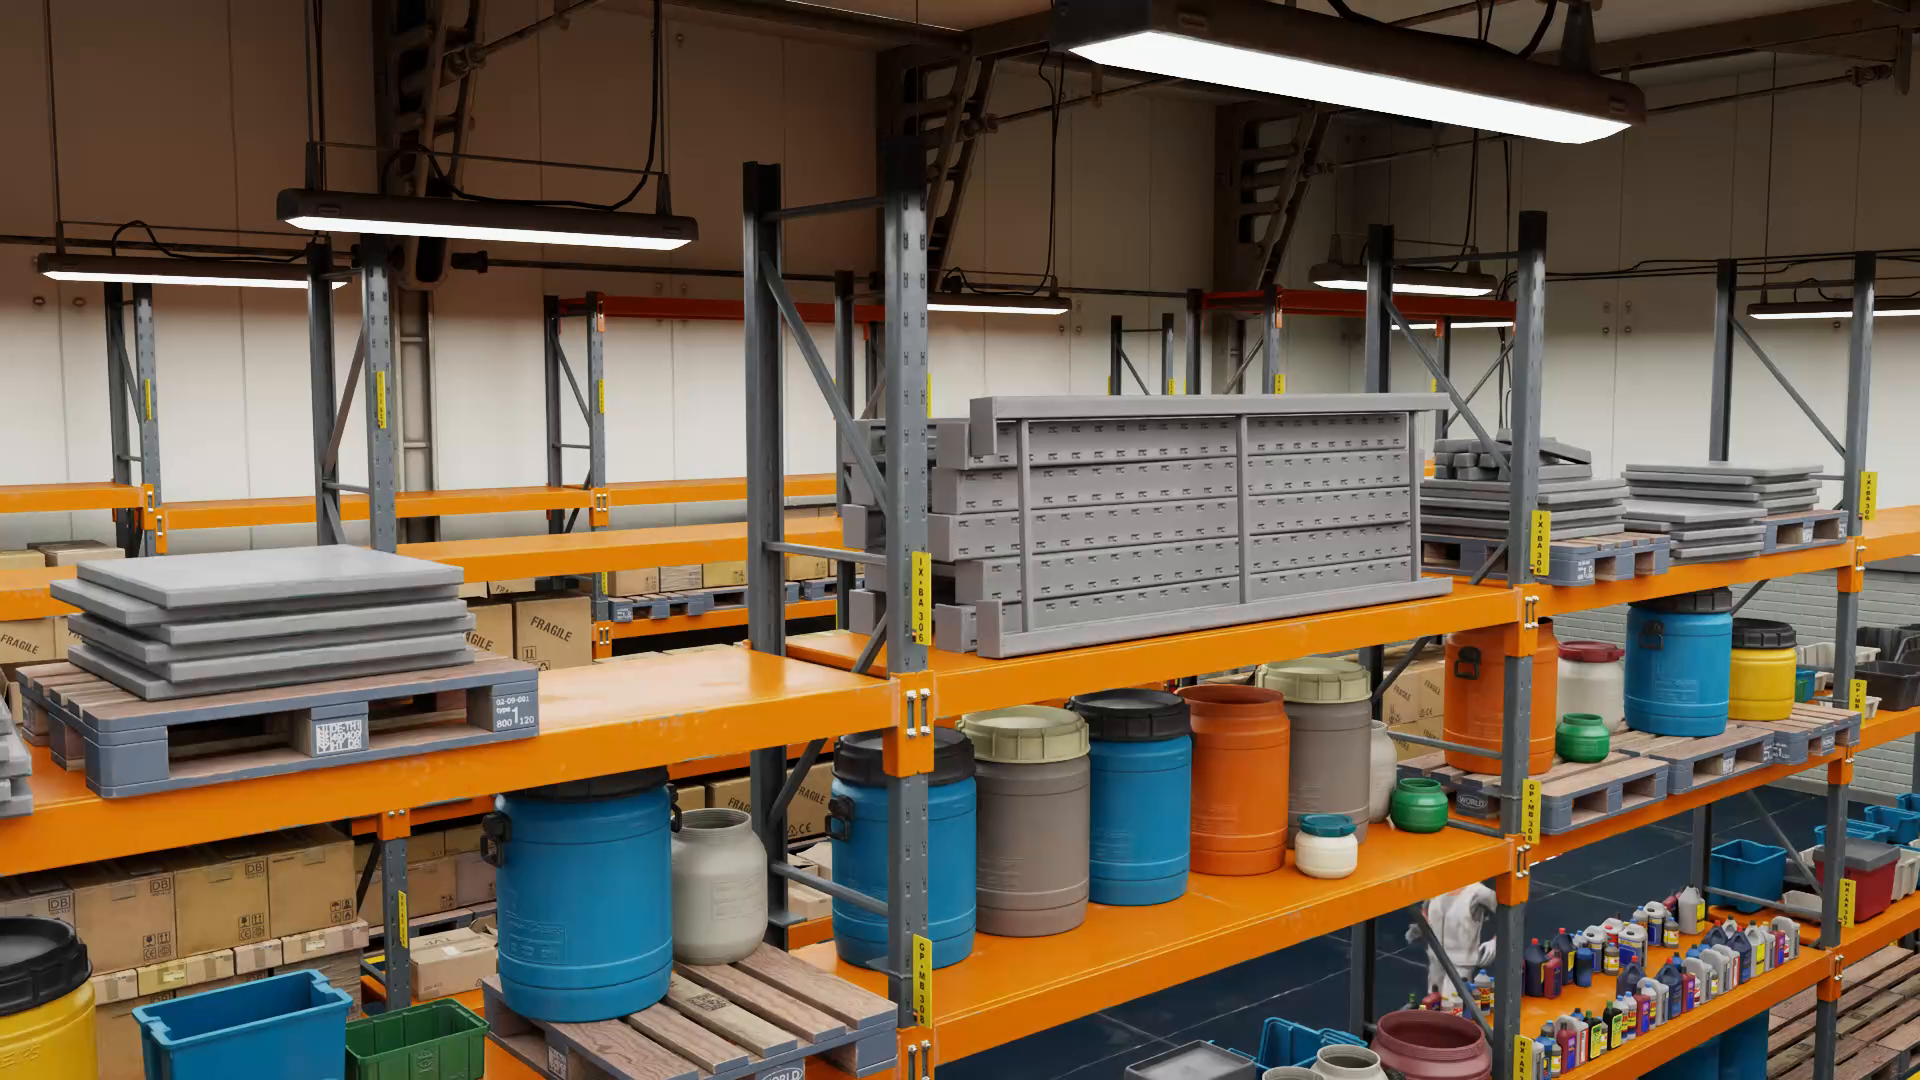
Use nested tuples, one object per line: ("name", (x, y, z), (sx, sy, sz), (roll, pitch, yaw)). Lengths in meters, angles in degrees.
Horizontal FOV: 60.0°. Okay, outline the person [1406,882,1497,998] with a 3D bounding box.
("person", (3.638, 3.103, 12.221), (1.006, 1.779, 0.669), (-4, 7, -38))
